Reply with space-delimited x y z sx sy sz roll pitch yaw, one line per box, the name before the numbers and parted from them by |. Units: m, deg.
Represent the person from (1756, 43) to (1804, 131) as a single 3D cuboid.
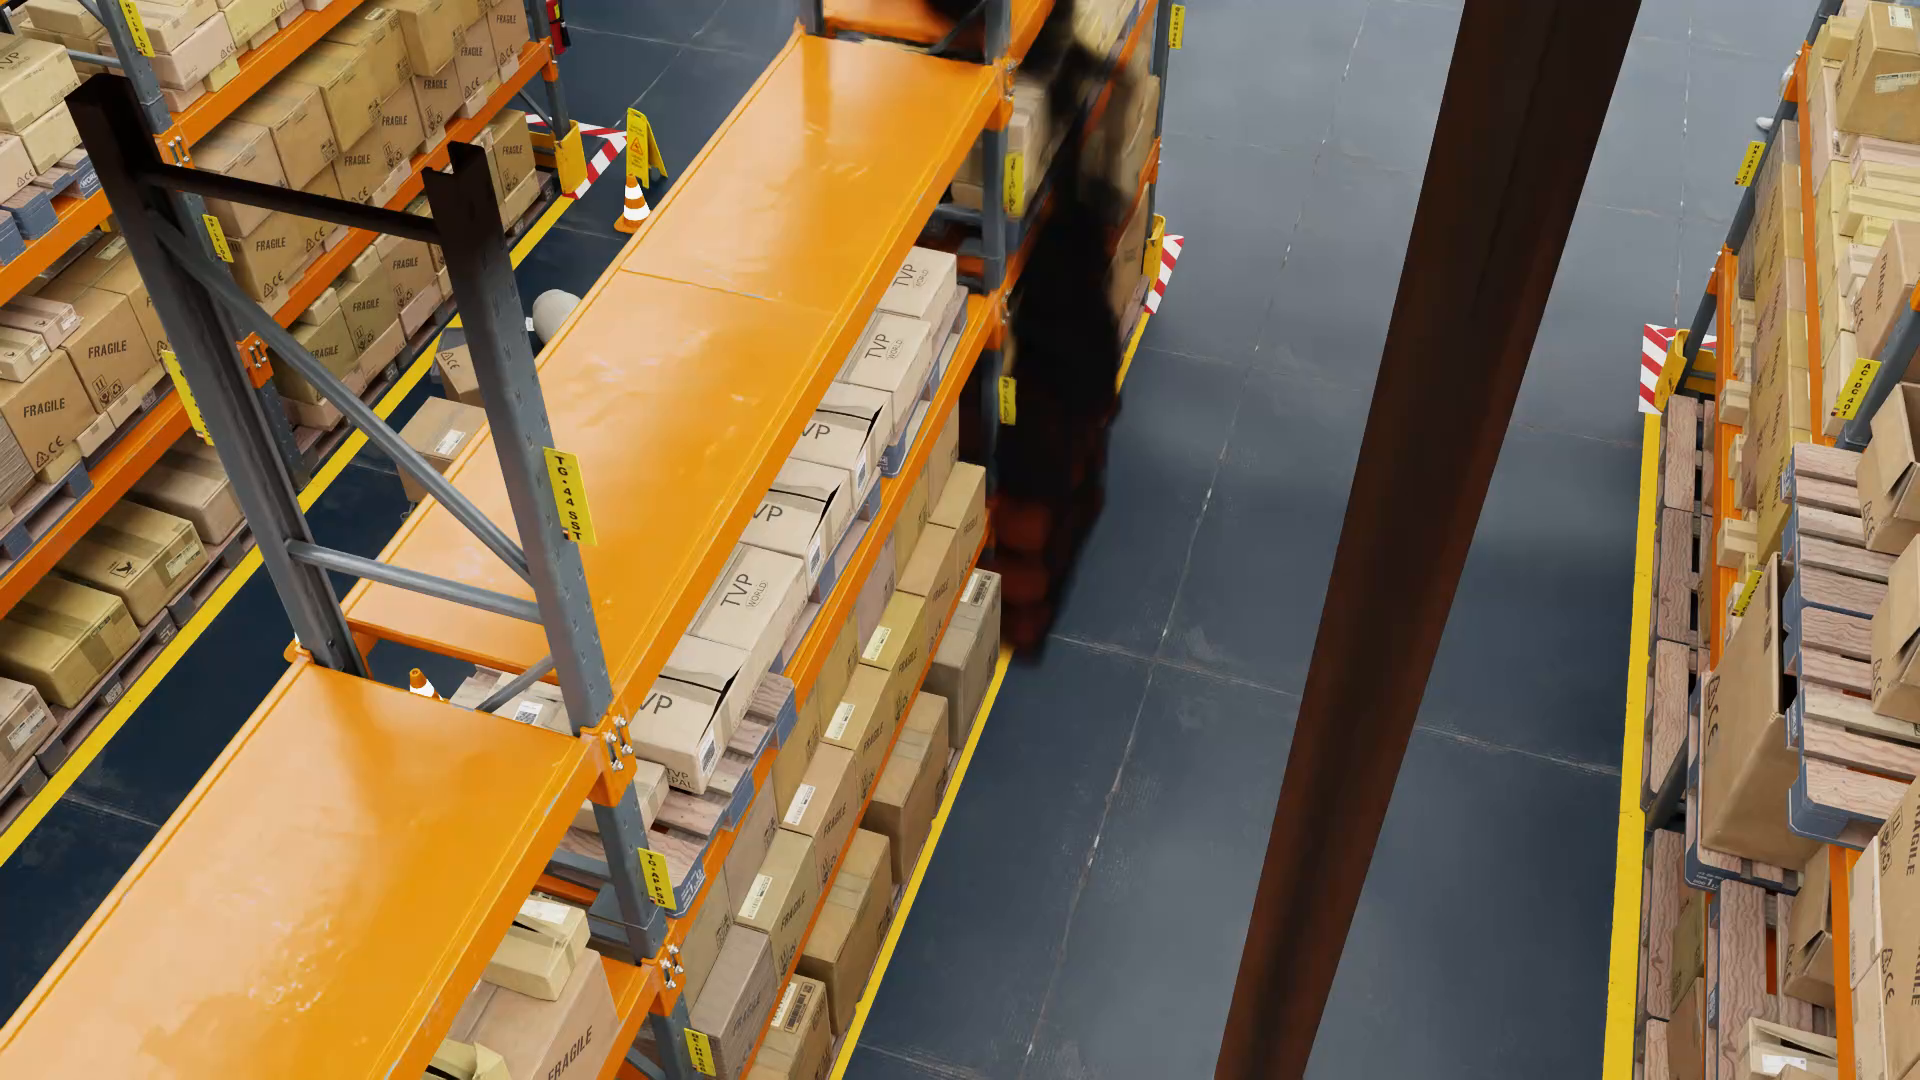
person | 7.330 -4.140 13.974 0.709 1.734 0.721 -36 55 -30
